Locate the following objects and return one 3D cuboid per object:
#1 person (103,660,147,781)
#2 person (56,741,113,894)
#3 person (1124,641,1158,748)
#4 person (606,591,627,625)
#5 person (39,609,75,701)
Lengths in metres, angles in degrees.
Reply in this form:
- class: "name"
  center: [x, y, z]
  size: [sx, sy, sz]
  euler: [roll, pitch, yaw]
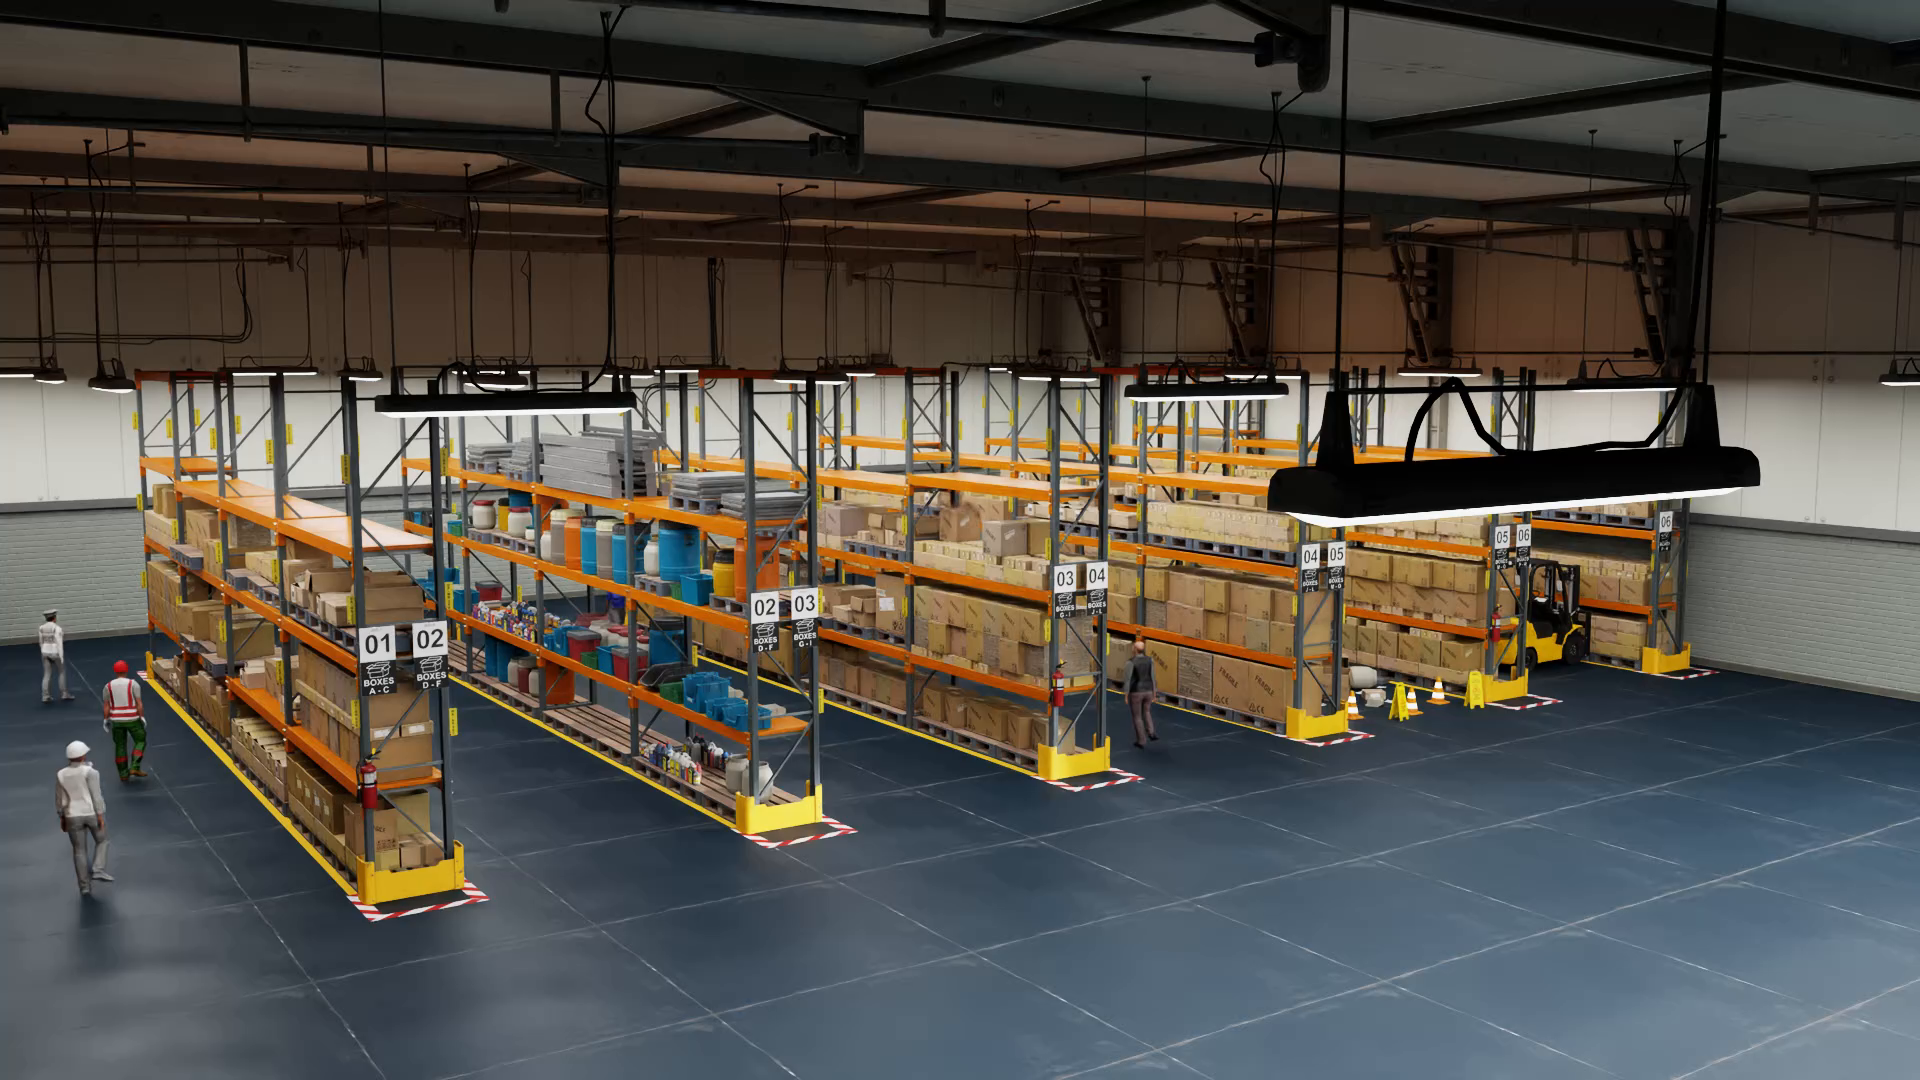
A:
- class: "person"
  center: [-12.363, 2.677, 24.594]
  size: [0.598, 1.792, 0.503]
  euler: [-1, 7, -8]
- class: "person"
  center: [-10.312, 3.242, 19.551]
  size: [0.567, 1.761, 0.465]
  euler: [-2, 7, -21]
- class: "person"
  center: [2.885, 2.468, 26.655]
  size: [0.568, 1.711, 0.478]
  euler: [-3, 7, -22]
- class: "person"
  center: [-7.236, 1.548, 35.281]
  size: [0.490, 1.580, 1.021]
  euler: [-5, 8, -36]
- class: "person"
  center: [-16.465, 2.103, 30.215]
  size: [0.519, 1.681, 0.615]
  euler: [1, 7, 9]
